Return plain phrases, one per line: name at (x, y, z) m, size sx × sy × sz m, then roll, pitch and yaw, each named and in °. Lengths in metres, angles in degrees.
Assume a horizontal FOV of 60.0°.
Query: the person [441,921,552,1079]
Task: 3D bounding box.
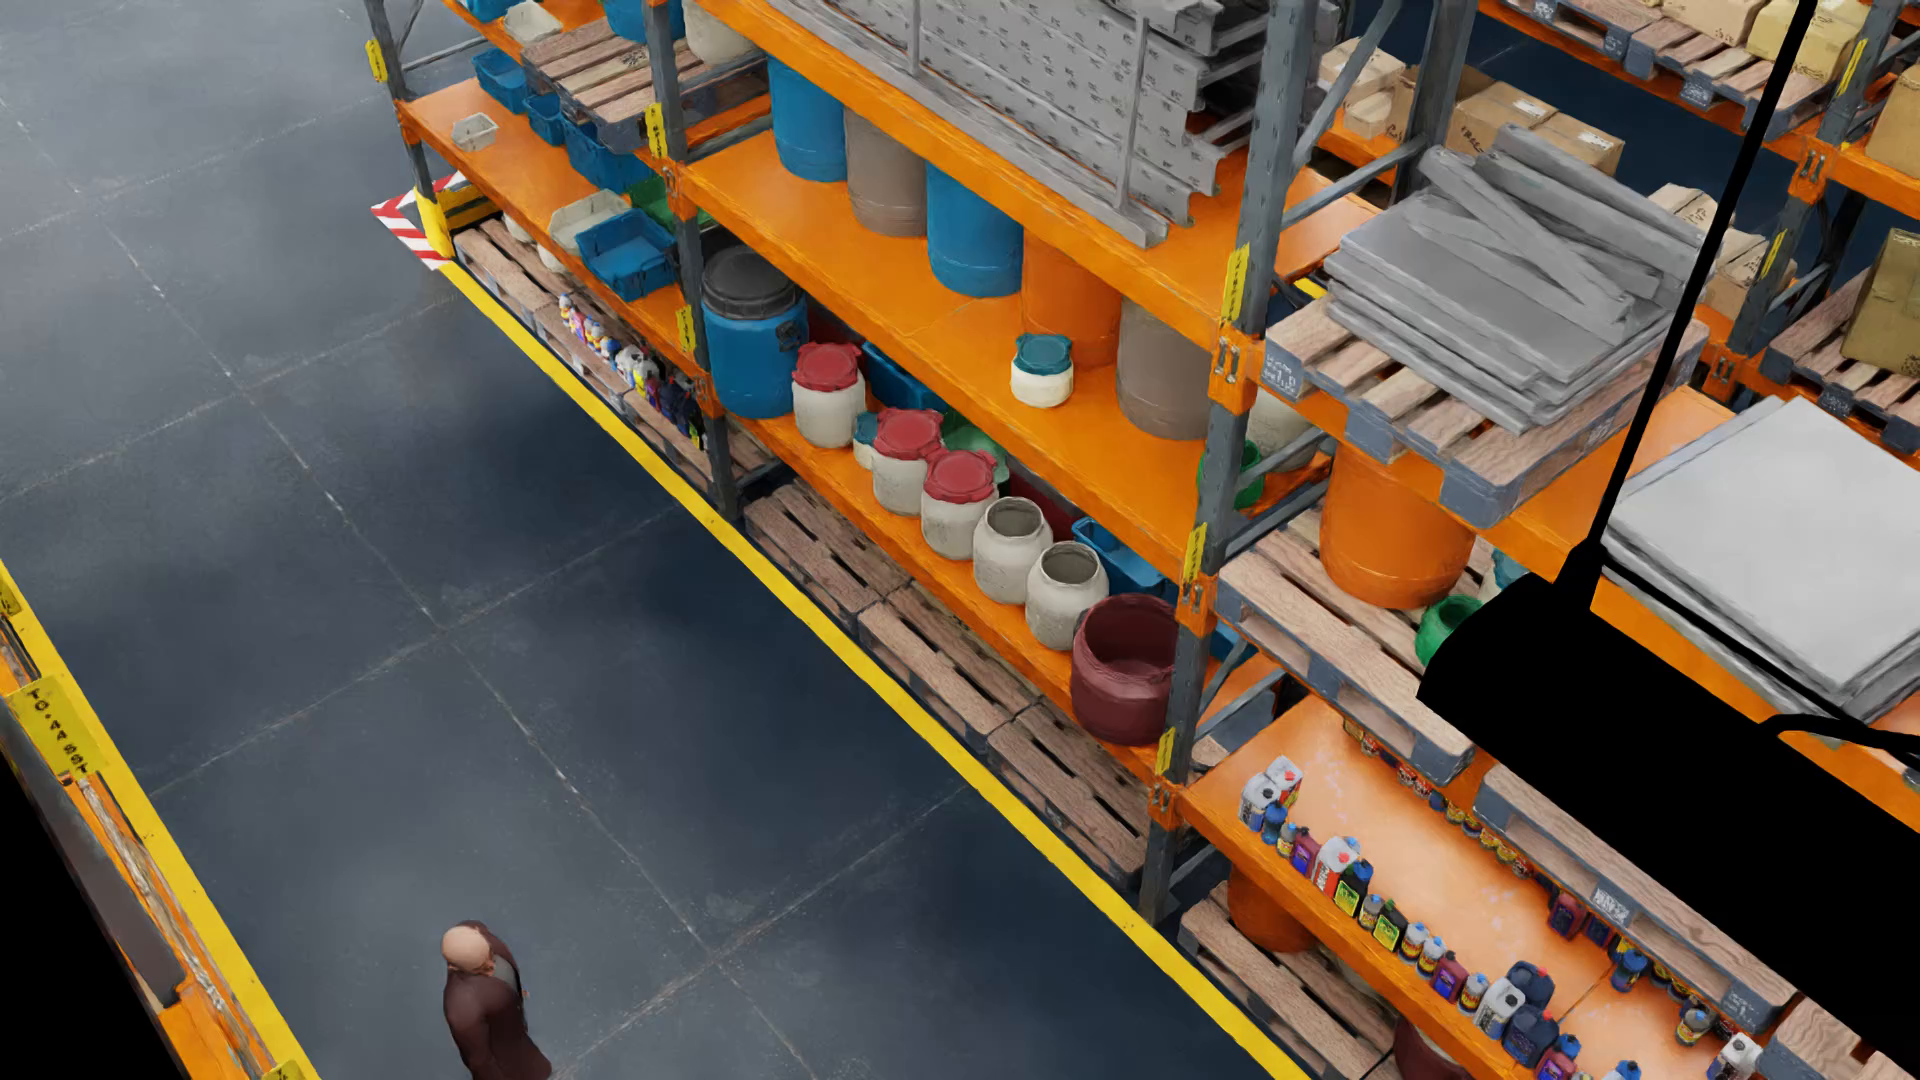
person at (-2.055, 2.260, 7.589) m, size 0.644 × 1.773 × 0.673 m, roll -12°, pitch 48°, yaw -11°
